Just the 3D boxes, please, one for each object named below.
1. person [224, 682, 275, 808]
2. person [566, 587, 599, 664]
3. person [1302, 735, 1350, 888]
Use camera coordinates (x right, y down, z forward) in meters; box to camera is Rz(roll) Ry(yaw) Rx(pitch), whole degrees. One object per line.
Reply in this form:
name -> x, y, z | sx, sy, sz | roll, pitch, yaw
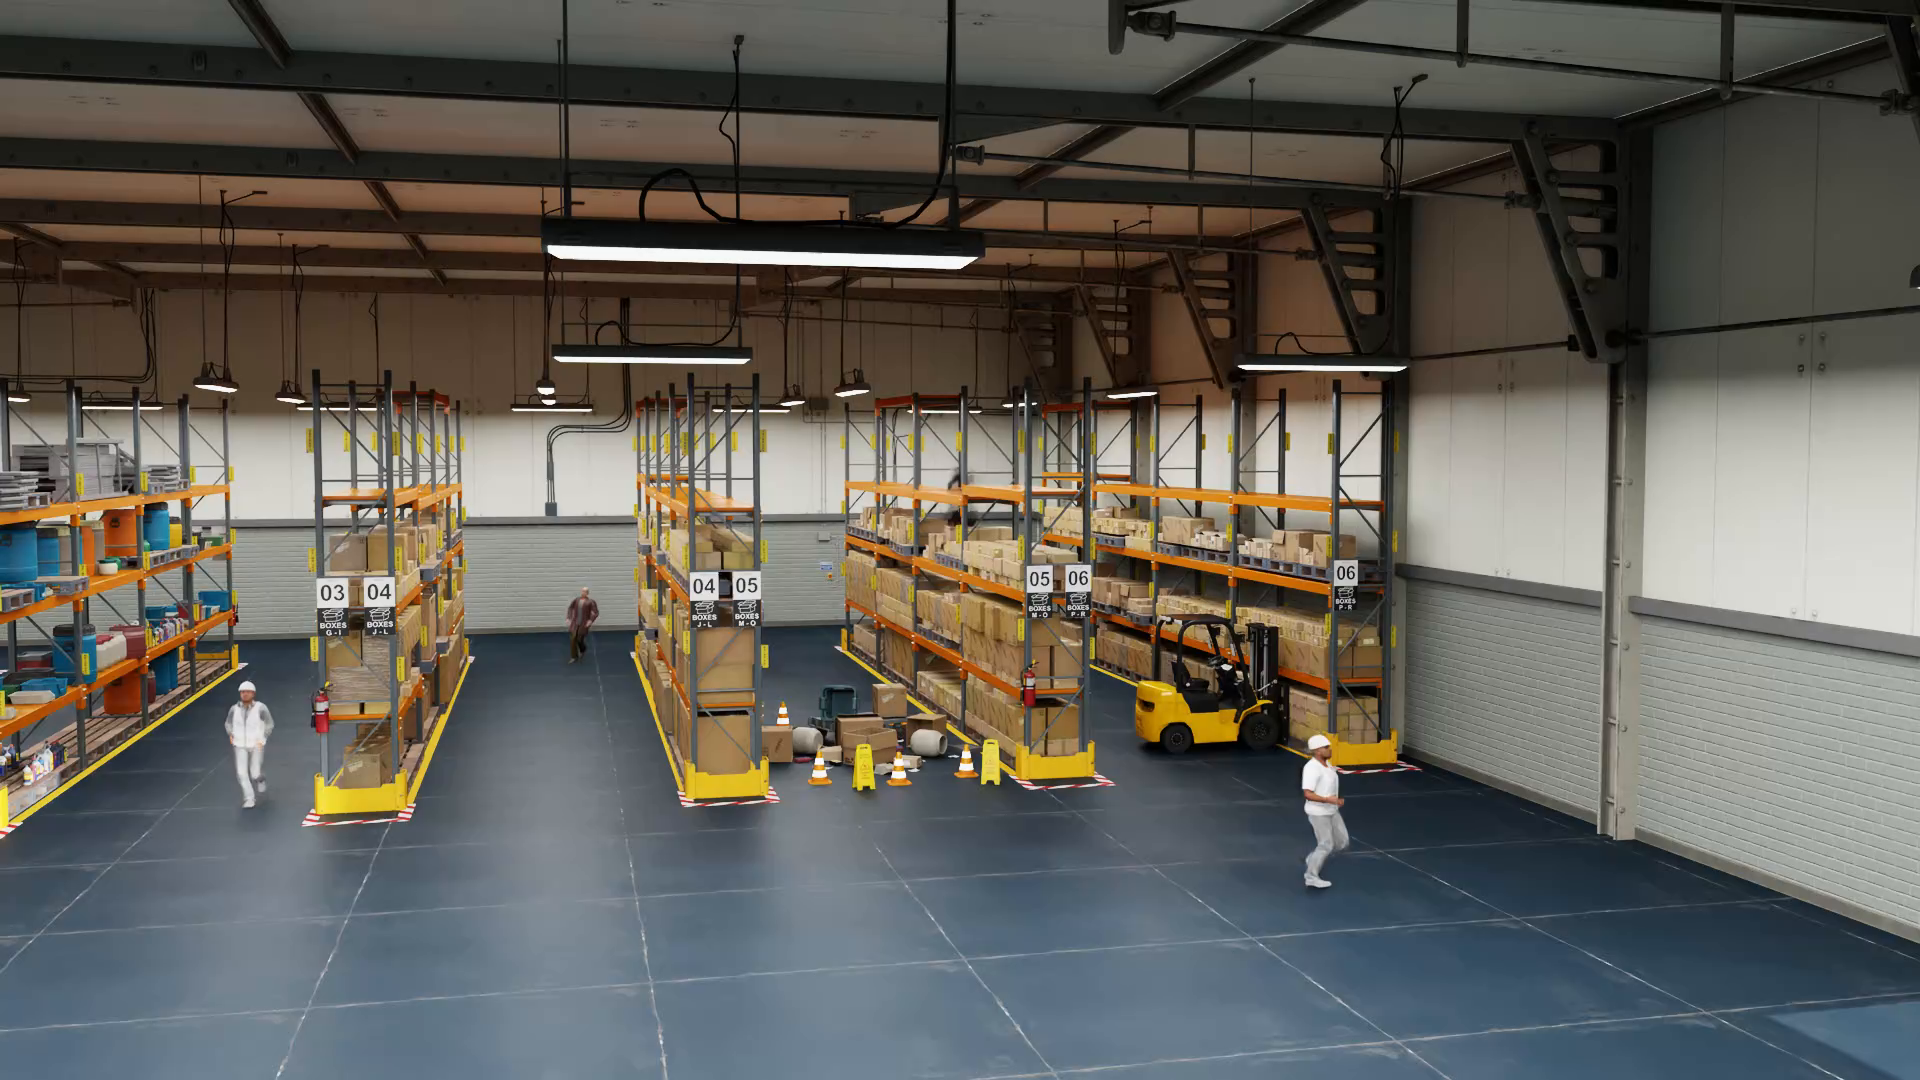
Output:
person -> -9.810, 2.816, 22.951 | 0.658, 1.736, 0.605 | -1, 3, -9
person -> -8.682, 1.954, 38.117 | 0.770, 1.738, 0.684 | 1, 3, 11
person -> 4.127, 3.050, 18.689 | 0.582, 1.720, 0.688 | 2, 4, 35
